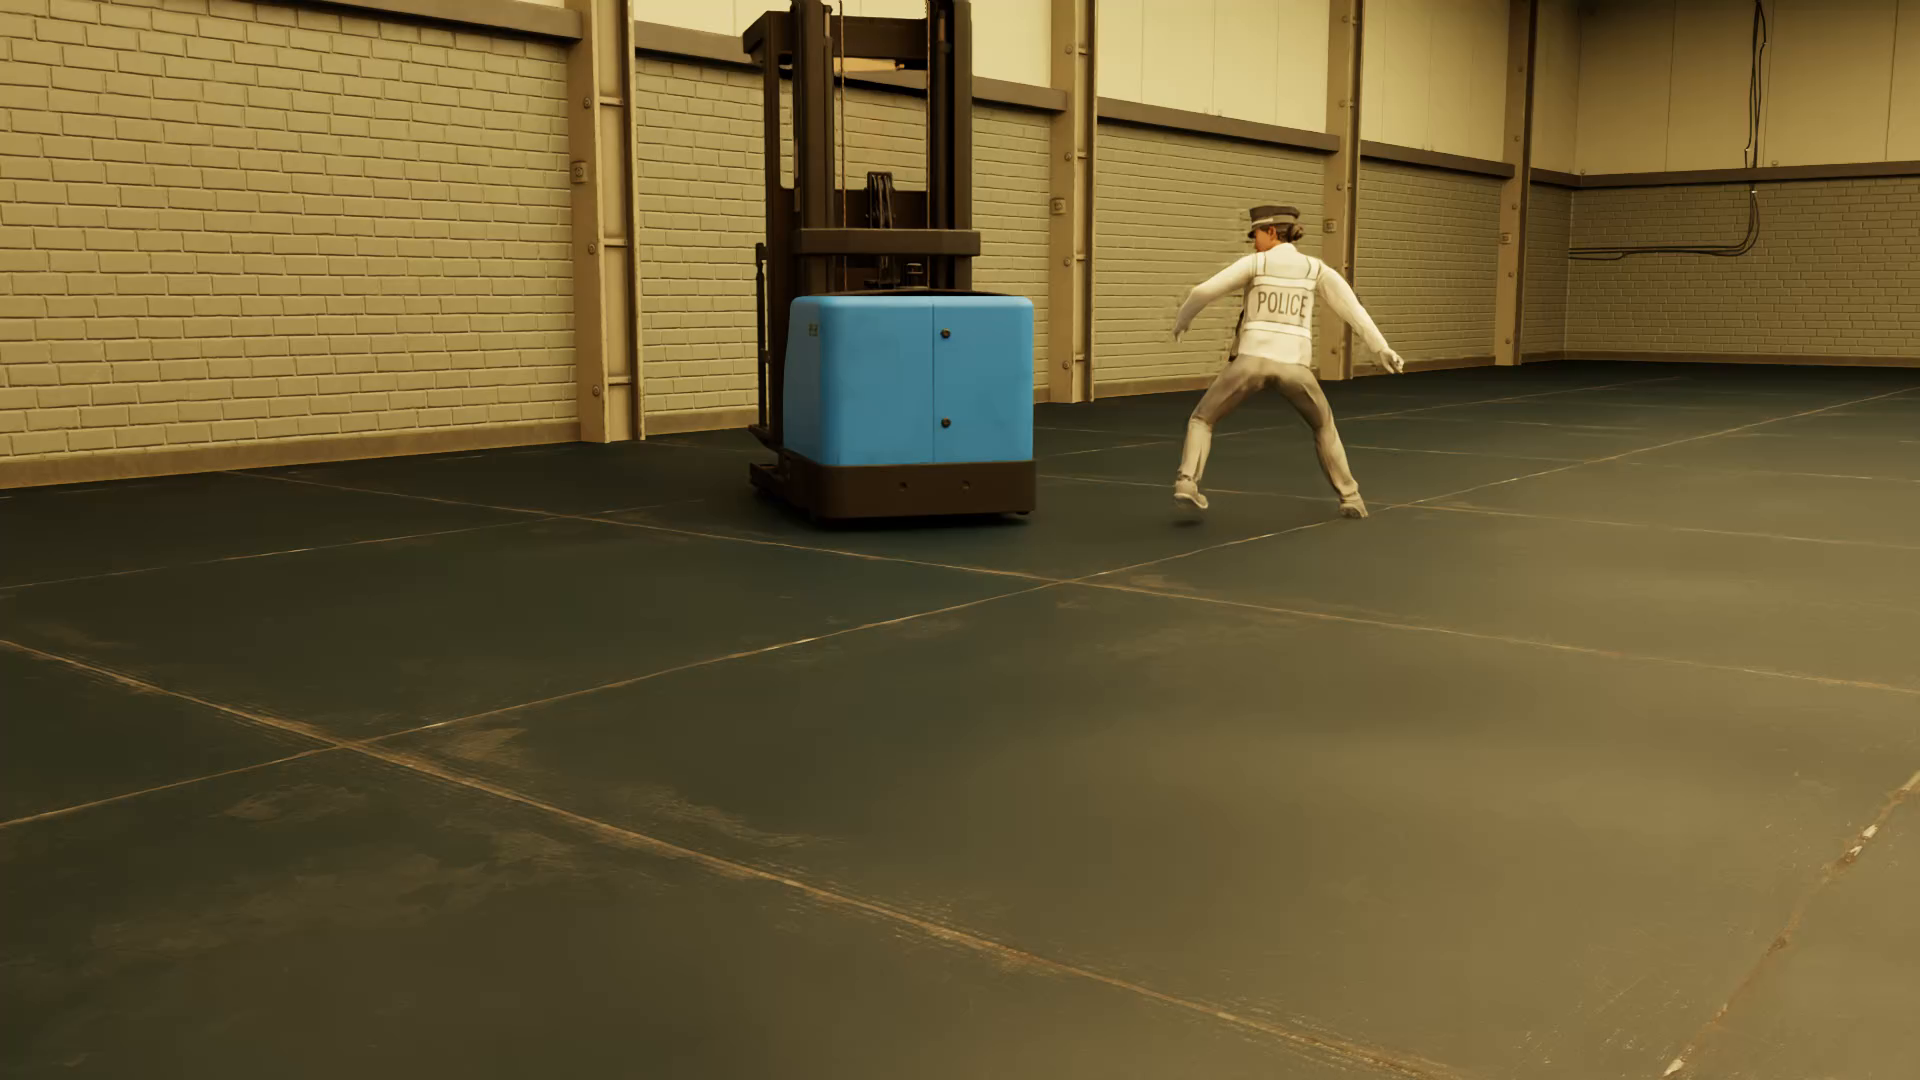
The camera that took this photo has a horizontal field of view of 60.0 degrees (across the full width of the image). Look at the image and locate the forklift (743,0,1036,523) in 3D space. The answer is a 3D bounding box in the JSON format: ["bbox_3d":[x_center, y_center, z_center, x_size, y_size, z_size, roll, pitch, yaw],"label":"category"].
[{"bbox_3d":[-0.542,-1.704,8.929,1.130,2.935,3.031,-2,9,-16],"label":"forklift"}]

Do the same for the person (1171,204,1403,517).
[{"bbox_3d":[1.549,-0.799,7.985,1.060,1.606,0.521,0,8,3],"label":"person"}]
